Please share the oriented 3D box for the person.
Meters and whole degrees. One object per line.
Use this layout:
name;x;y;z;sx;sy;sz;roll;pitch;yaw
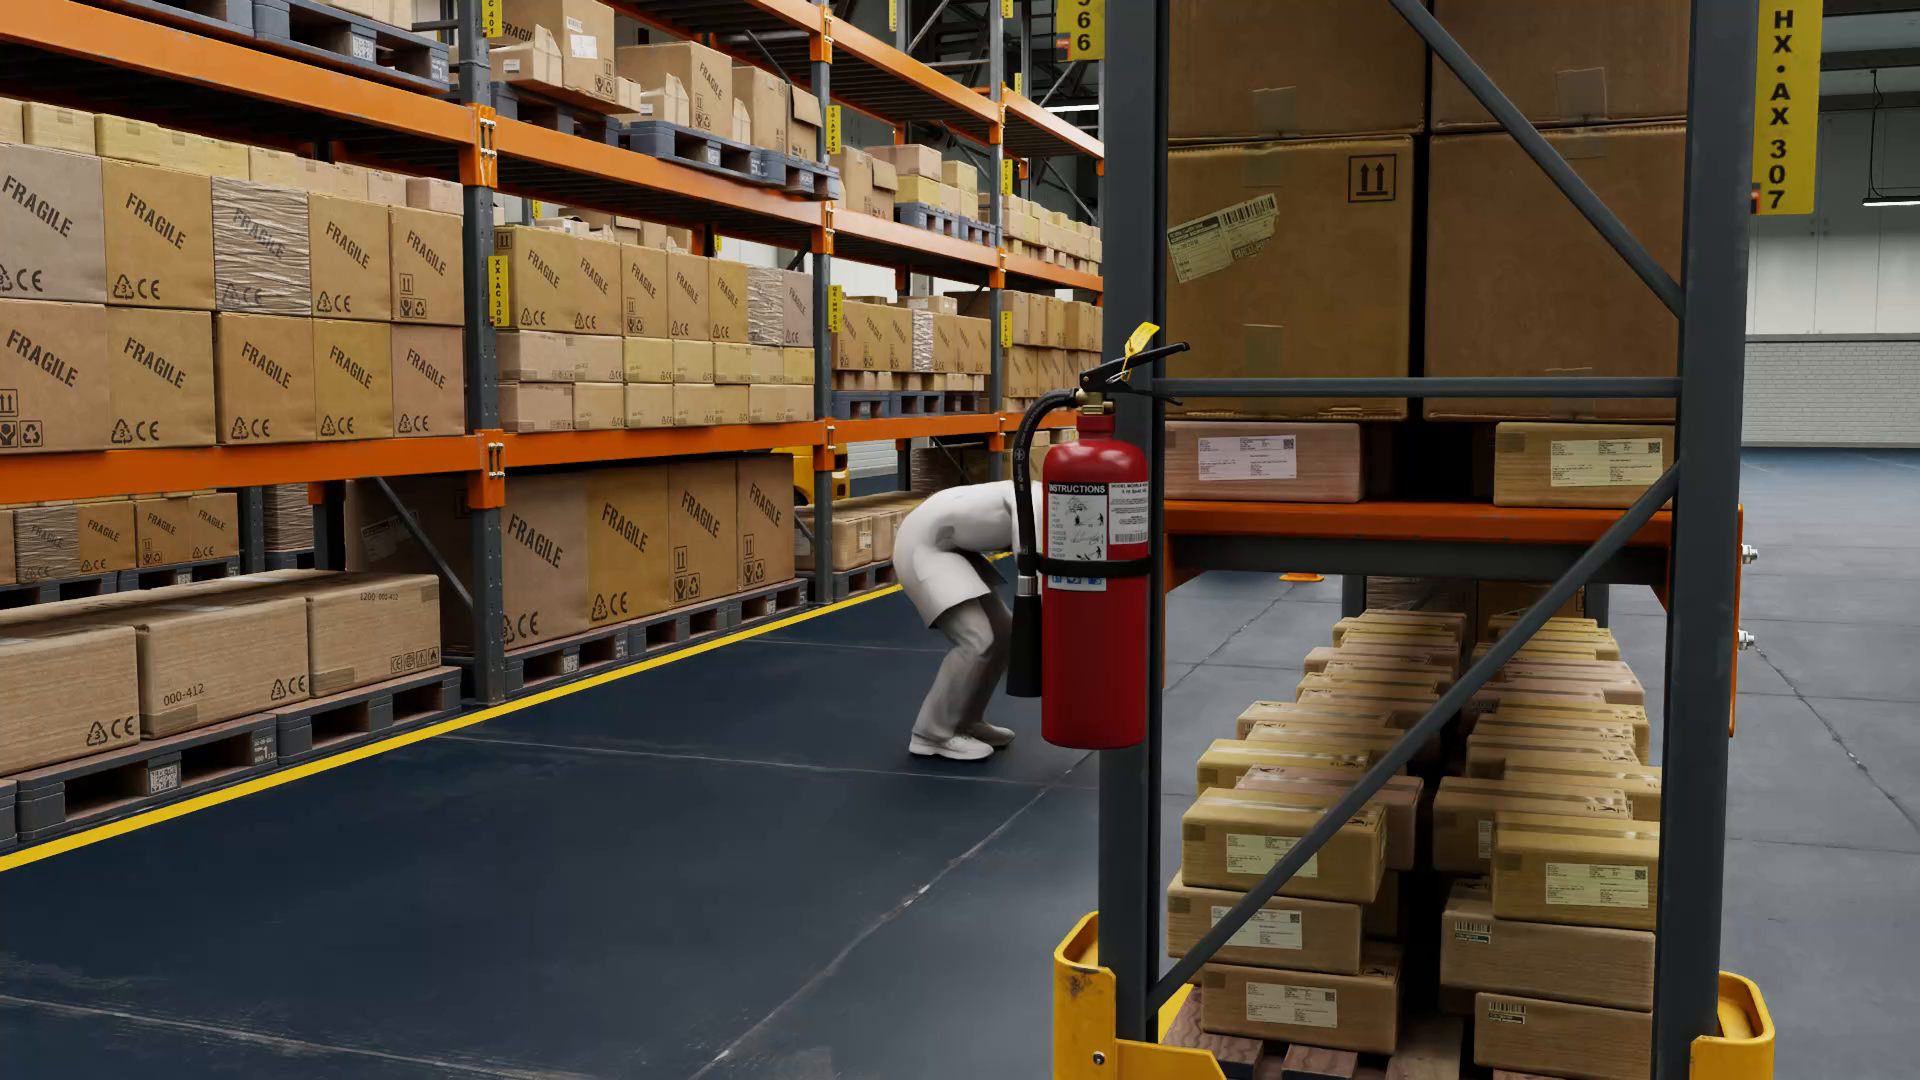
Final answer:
person;0.183;0.303;6.885;0.932;1.182;0.581;1;5;16
